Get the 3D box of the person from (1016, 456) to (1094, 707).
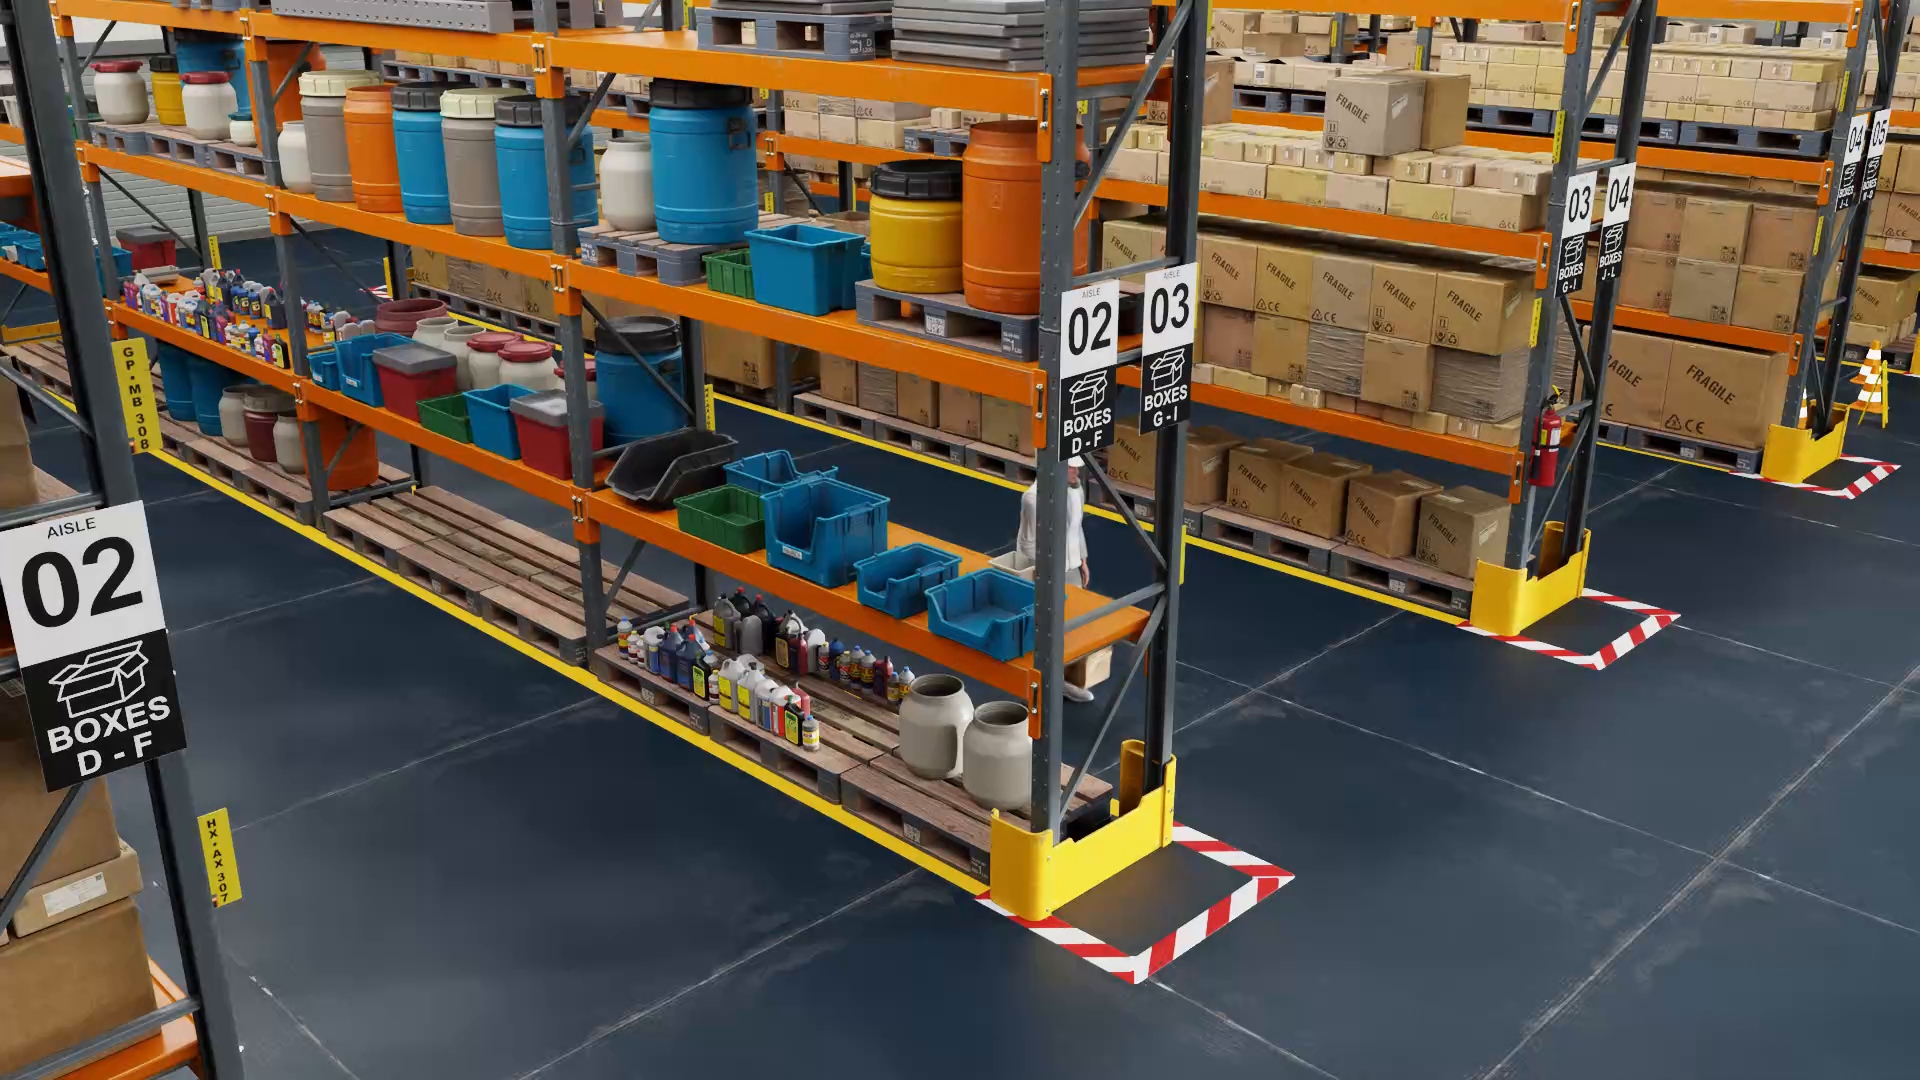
[{"bbox_3d":[0.601,0.196,10.509,0.473,1.774,0.565,18,27,39],"label":"person"}]
